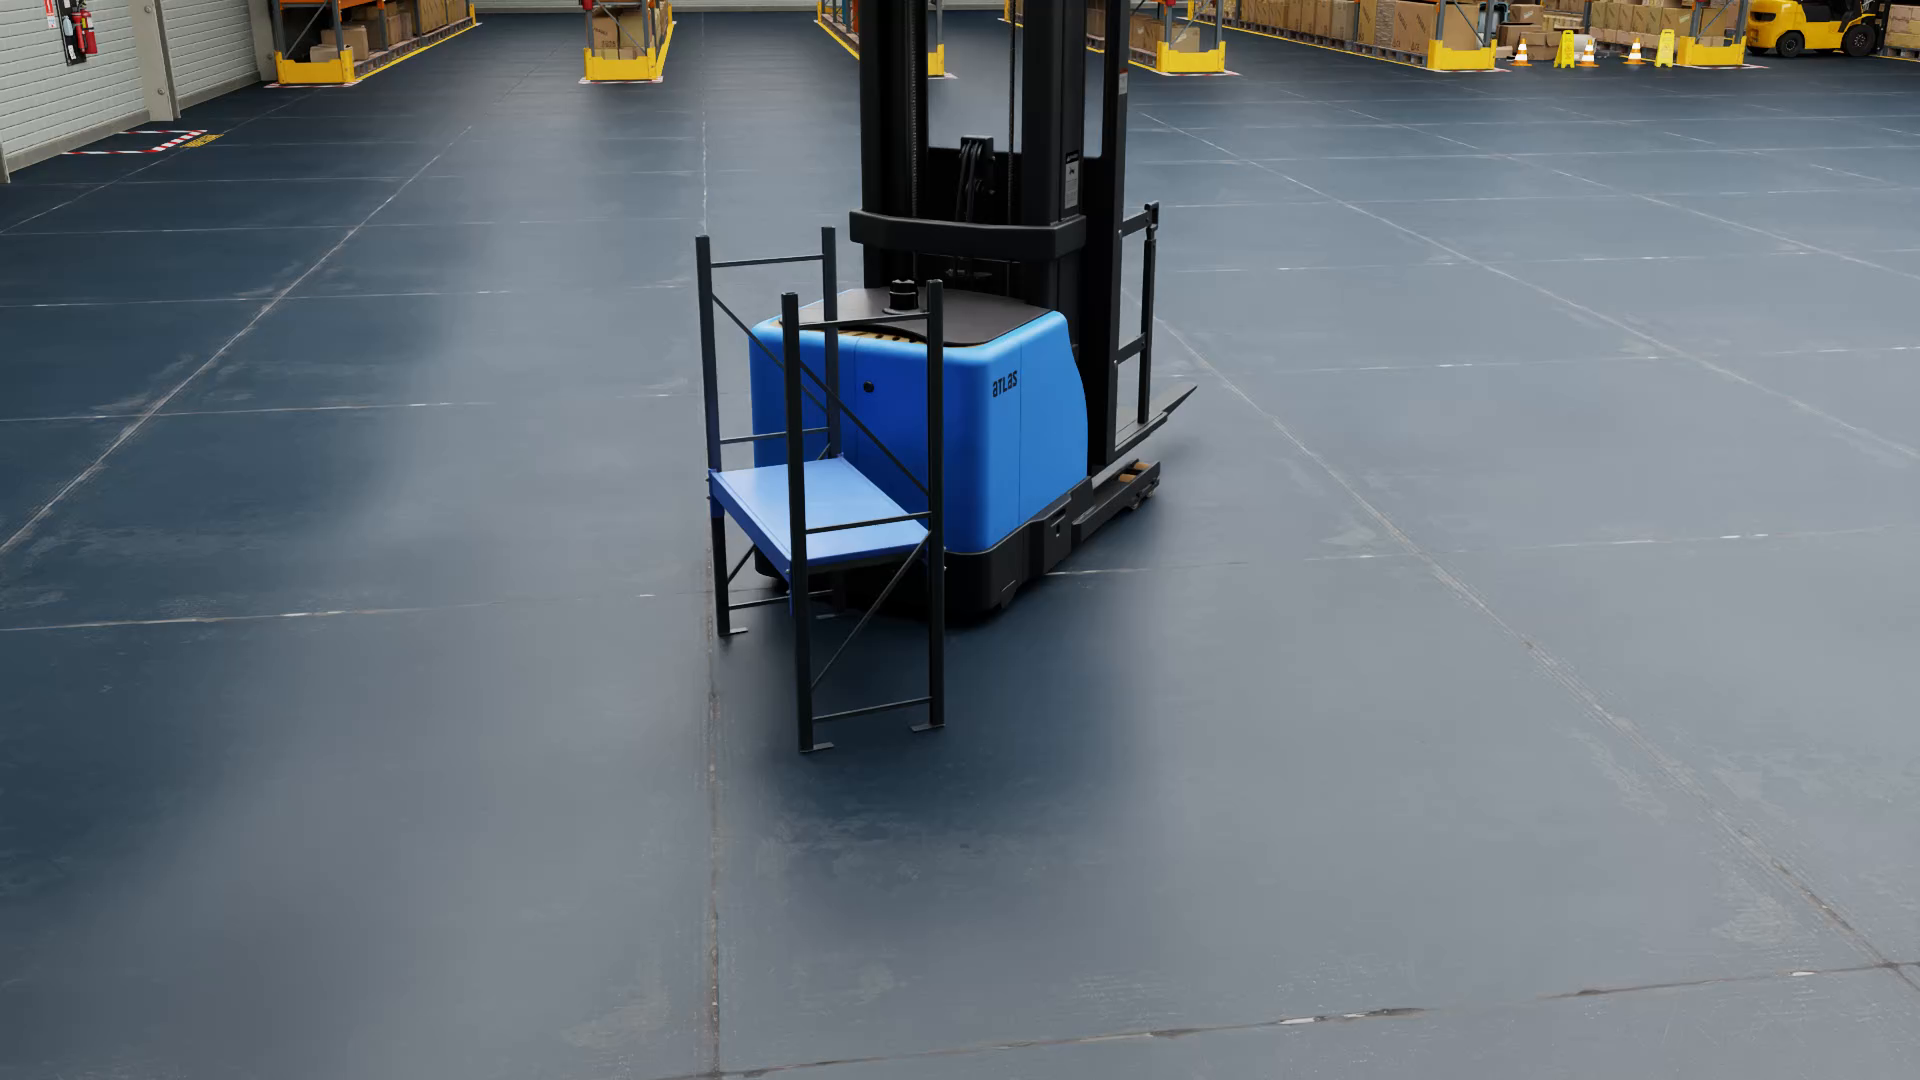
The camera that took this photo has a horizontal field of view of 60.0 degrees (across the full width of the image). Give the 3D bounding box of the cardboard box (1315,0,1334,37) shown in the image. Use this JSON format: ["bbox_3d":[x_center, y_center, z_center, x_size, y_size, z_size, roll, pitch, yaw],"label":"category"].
[{"bbox_3d":[8.123,-10.983,34.950,1.050,0.750,0.750,-3,21,-8],"label":"cardboard box"}]

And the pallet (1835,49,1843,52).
[{"bbox_3d":[18.305,-10.248,34.352,1.003,0.211,1.213,-3,21,-8],"label":"pallet"}]

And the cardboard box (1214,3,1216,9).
[{"bbox_3d":[6.777,-13.805,42.941,0.380,0.149,0.250,-2,21,-5],"label":"cardboard box"}]

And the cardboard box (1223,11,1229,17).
[{"bbox_3d":[6.834,-13.227,41.819,0.380,0.149,0.250,-4,21,-10],"label":"cardboard box"}]

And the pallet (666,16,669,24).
[{"bbox_3d":[-7.892,-13.128,42.064,1.003,0.211,1.213,-3,21,-8],"label":"pallet"}]

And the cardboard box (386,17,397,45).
[{"bbox_3d":[-11.471,-9.975,32.580,0.700,0.500,0.500,-3,21,-7],"label":"cardboard box"}]

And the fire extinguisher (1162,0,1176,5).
[{"bbox_3d":[3.651,-9.596,28.732,0.296,0.674,0.183,-3,21,-8],"label":"fire extinguisher"}]

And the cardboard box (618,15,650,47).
[{"bbox_3d":[-5.644,-8.827,28.820,0.500,0.500,0.500,-3,21,-8],"label":"cardboard box"}]

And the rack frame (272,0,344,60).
[{"bbox_3d":[-10.614,-8.946,26.881,1.000,3.000,0.127,-3,21,-8],"label":"rack frame"}]

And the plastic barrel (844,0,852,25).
[{"bbox_3d":[-2.376,-12.380,38.473,0.600,0.901,0.708,-3,21,-8],"label":"plastic barrel"}]

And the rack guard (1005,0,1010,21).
[{"bbox_3d":[1.781,-14.072,44.179,1.175,0.500,0.348,-3,21,-8],"label":"rack guard"}]

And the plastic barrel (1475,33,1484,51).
[{"bbox_3d":[10.119,-9.773,32.778,0.512,0.421,0.421,12,24,30],"label":"plastic barrel"}]

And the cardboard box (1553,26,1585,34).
[{"bbox_3d":[12.129,-9.971,33.193,0.500,0.500,0.500,12,24,30],"label":"cardboard box"}]

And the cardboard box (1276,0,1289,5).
[{"bbox_3d":[7.502,-12.281,37.711,0.500,0.250,0.500,-3,21,-9],"label":"cardboard box"}]

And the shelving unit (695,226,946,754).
[{"bbox_3d":[-0.483,-0.214,5.645,0.538,1.500,1.048,-8,22,-21],"label":"shelving unit"}]

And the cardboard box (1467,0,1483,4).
[{"bbox_3d":[12.602,-12.719,39.419,0.875,0.875,0.875,-3,21,-7],"label":"cardboard box"}]

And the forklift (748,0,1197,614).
[{"bbox_3d":[0.281,-1.571,7.232,1.130,2.935,3.031,10,23,25],"label":"forklift"}]

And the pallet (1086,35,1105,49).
[{"bbox_3d":[3.222,-10.467,34.938,1.003,0.211,1.213,-3,21,-8],"label":"pallet"}]

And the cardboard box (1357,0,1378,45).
[{"bbox_3d":[8.459,-10.275,32.877,0.875,0.875,0.875,-3,21,-7],"label":"cardboard box"}]

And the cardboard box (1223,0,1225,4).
[{"bbox_3d":[6.765,-13.670,42.154,0.380,0.149,0.250,-4,21,-10],"label":"cardboard box"}]

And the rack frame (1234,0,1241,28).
[{"bbox_3d":[7.284,-14.065,40.587,1.000,3.000,0.127,-3,21,-8],"label":"rack frame"}]

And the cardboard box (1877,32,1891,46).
[{"bbox_3d":[18.303,-9.848,32.627,0.500,0.250,0.500,-3,21,-7],"label":"cardboard box"}]

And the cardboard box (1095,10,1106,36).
[{"bbox_3d":[3.235,-10.882,35.008,0.700,0.500,0.500,-1,21,-3],"label":"cardboard box"}]

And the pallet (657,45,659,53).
[{"bbox_3d":[-6.613,-9.952,33.560,1.003,0.211,1.213,-3,21,-8],"label":"pallet"}]

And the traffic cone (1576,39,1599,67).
[{"bbox_3d":[11.510,-8.917,30.429,0.336,0.463,0.334,-3,21,-8],"label":"traffic cone"}]

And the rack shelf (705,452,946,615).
[{"bbox_3d":[-0.483,-0.045,5.708,0.538,0.185,1.000,-8,22,-21],"label":"rack shelf"}]

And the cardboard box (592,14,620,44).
[{"bbox_3d":[-6.243,-8.973,29.211,0.500,0.500,0.500,-3,21,-8],"label":"cardboard box"}]

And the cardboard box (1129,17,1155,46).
[{"bbox_3d":[3.532,-9.965,32.583,0.500,0.500,0.500,-4,21,-9],"label":"cardboard box"}]

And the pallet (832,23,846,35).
[{"bbox_3d":[-2.470,-12.025,39.109,1.003,0.211,1.213,-3,21,-8],"label":"pallet"}]

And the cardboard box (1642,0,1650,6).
[{"bbox_3d":[13.335,-10.325,31.905,0.380,0.149,0.250,-2,21,-5],"label":"cardboard box"}]

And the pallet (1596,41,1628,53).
[{"bbox_3d":[13.453,-10.043,33.804,1.003,0.211,1.213,-3,21,-8],"label":"pallet"}]

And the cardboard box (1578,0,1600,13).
[{"bbox_3d":[16.731,-14.138,43.755,0.700,0.500,0.500,-4,21,-10],"label":"cardboard box"}]

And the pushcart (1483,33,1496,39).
[{"bbox_3d":[11.072,-10.219,34.038,1.648,0.377,0.936,-11,23,-26],"label":"pushcart"}]

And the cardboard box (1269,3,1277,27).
[{"bbox_3d":[7.436,-12.101,38.300,0.500,0.500,0.500,-2,21,-6],"label":"cardboard box"}]

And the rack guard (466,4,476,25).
[{"bbox_3d":[-12.924,-13.323,42.172,1.175,0.500,0.348,-3,21,-8],"label":"rack guard"}]

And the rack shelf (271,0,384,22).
[{"bbox_3d":[-10.902,-9.301,28.860,1.077,0.370,4.000,-3,21,-8],"label":"rack shelf"}]

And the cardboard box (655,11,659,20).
[{"bbox_3d":[-6.395,-10.615,33.877,0.500,0.311,0.500,-3,21,-8],"label":"cardboard box"}]

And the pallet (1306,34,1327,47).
[{"bbox_3d":[8.072,-10.676,35.498,1.003,0.211,1.213,-3,21,-8],"label":"pallet"}]

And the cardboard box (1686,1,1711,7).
[{"bbox_3d":[17.382,-12.378,39.042,0.500,0.500,0.500,-2,21,-6],"label":"cardboard box"}]

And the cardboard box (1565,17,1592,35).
[{"bbox_3d":[13.243,-10.727,34.806,0.950,0.372,0.625,-3,21,-7],"label":"cardboard box"}]

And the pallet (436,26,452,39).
[{"bbox_3d":[-12.158,-11.531,37.787,1.003,0.211,1.213,-3,21,-8],"label":"pallet"}]

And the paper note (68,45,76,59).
[{"bbox_3d":[-10.430,-5.732,19.535,0.016,0.148,0.142,-3,21,-8],"label":"paper note"}]

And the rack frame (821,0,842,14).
[{"bbox_3d":[-3.117,-14.985,43.051,1.000,3.000,0.127,-3,21,-8],"label":"rack frame"}]

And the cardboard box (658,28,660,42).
[{"bbox_3d":[-6.324,-10.175,33.501,0.500,0.250,0.500,-3,21,-7],"label":"cardboard box"}]

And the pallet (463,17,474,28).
[{"bbox_3d":[-12.728,-12.906,41.470,1.003,0.211,1.213,-3,21,-8],"label":"pallet"}]

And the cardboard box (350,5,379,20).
[{"bbox_3d":[-11.380,-10.123,31.906,0.500,0.250,0.500,-3,21,-9],"label":"cardboard box"}]

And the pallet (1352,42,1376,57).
[{"bbox_3d":[8.469,-9.722,32.944,1.003,0.211,1.213,-3,21,-8],"label":"pallet"}]

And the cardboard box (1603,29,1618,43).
[{"bbox_3d":[13.227,-10.086,33.264,0.500,0.250,0.500,-2,21,-5],"label":"cardboard box"}]

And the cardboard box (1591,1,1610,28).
[{"bbox_3d":[13.139,-10.622,33.627,0.500,0.500,0.500,-2,21,-5],"label":"cardboard box"}]

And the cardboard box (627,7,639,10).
[{"bbox_3d":[-7.233,-11.314,36.165,0.500,0.500,0.500,-2,21,-6],"label":"cardboard box"}]
